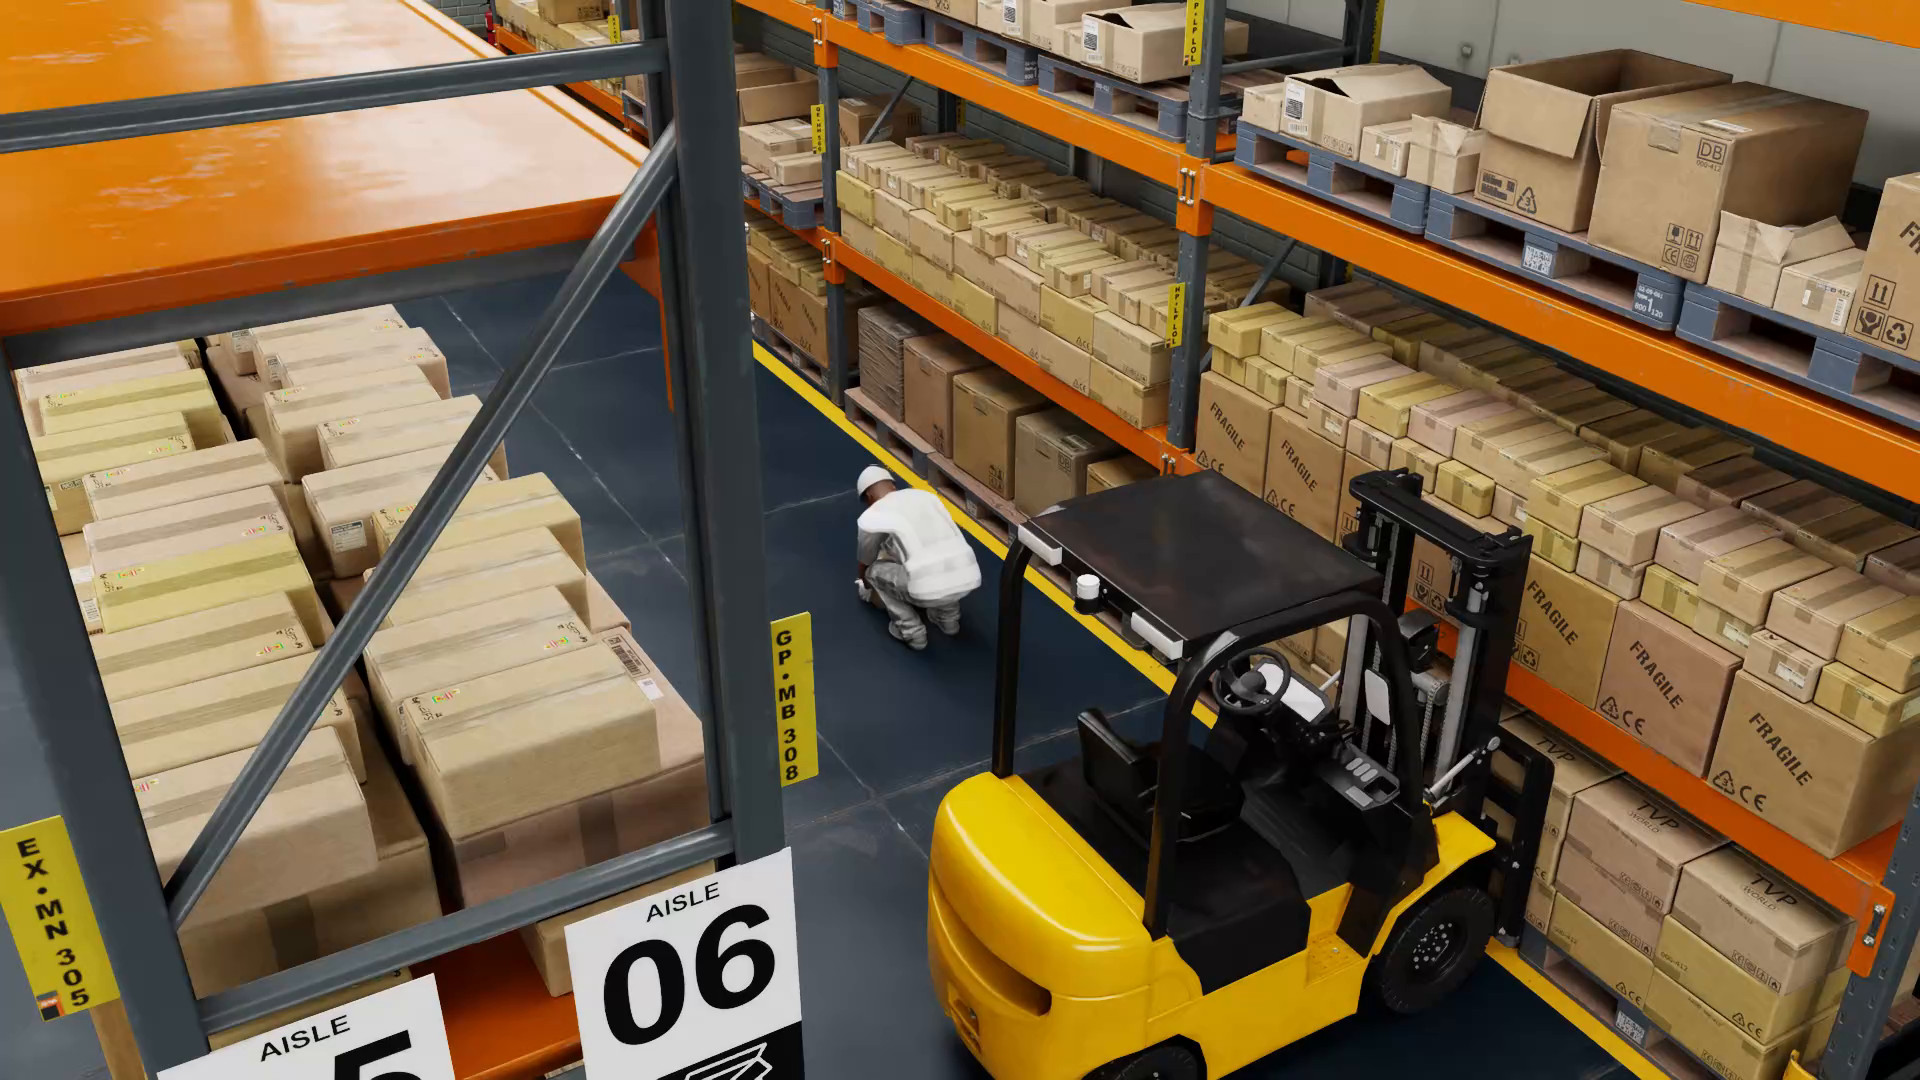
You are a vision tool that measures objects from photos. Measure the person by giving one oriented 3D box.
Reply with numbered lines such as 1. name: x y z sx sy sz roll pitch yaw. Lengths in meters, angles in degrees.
1. person: -0.275 0.116 9.346 0.569 0.885 0.913 -16 32 -26
